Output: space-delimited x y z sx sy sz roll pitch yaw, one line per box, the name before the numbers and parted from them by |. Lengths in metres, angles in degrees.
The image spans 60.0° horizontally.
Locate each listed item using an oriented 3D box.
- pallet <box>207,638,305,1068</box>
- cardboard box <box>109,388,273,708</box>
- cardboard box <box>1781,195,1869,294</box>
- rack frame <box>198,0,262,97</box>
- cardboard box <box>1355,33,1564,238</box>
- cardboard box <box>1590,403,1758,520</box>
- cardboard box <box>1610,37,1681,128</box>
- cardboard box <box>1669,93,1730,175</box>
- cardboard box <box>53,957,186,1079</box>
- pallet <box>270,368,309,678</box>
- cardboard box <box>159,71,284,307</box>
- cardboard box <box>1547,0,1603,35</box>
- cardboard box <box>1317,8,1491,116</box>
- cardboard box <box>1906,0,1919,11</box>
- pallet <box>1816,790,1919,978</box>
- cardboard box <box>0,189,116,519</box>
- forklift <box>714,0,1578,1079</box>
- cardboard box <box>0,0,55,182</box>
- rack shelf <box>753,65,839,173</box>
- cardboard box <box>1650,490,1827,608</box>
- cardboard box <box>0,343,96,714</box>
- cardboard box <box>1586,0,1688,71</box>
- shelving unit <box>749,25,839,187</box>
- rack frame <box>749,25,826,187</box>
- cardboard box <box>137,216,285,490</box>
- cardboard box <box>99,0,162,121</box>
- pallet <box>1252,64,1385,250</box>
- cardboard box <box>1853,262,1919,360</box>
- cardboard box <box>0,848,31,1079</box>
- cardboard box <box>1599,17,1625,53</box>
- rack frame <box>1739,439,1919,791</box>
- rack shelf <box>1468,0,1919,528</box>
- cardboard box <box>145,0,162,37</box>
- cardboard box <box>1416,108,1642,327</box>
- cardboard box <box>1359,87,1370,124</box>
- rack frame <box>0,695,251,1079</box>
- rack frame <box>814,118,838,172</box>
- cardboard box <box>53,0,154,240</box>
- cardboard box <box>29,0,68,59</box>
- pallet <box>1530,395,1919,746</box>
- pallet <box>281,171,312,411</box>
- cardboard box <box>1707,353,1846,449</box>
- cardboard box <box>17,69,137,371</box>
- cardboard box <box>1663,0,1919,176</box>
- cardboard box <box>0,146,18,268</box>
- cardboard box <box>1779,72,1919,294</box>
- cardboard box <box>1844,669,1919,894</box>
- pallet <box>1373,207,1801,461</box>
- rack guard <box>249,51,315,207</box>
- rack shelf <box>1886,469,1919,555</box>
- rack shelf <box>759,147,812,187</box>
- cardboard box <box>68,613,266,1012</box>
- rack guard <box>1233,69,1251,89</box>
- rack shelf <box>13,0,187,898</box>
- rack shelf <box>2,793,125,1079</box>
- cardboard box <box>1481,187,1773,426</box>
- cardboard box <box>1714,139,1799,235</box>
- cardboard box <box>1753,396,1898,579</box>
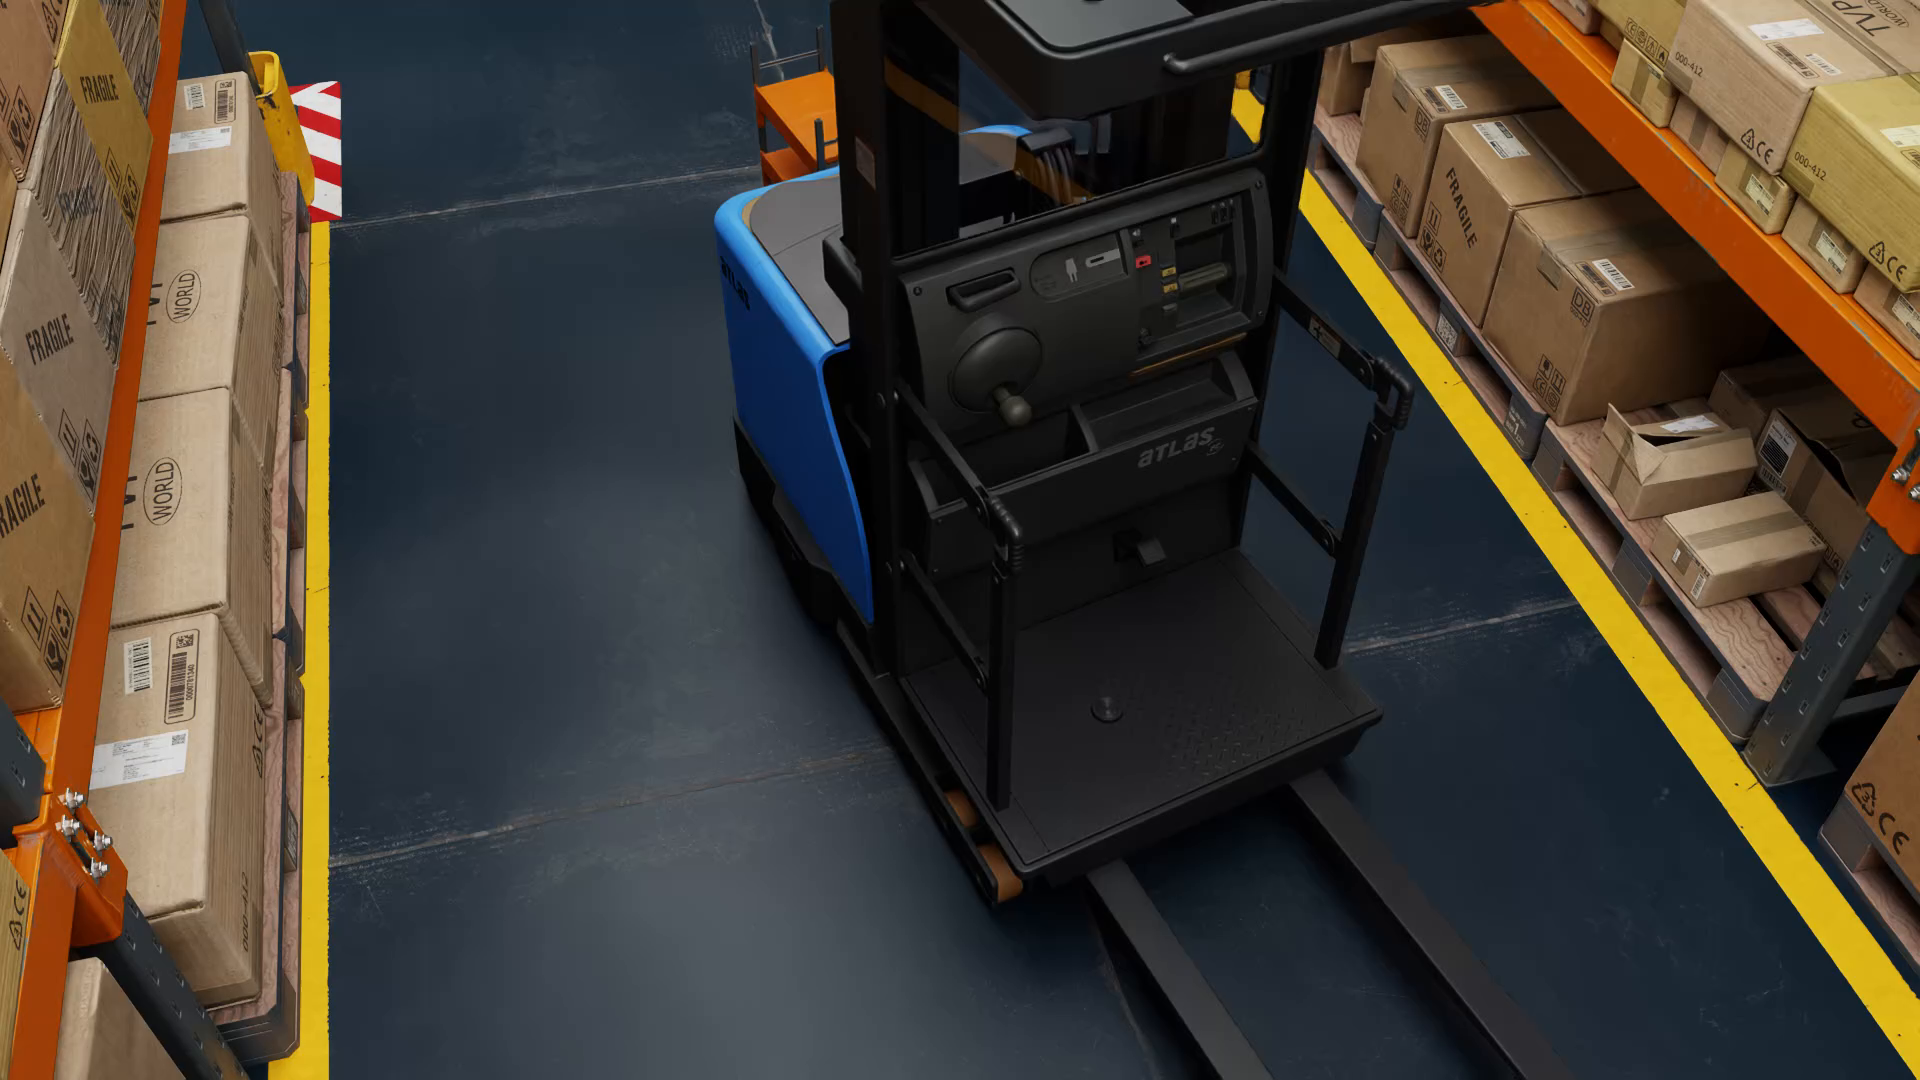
pallet | -2.234 0.851 4.268 1.003 0.211 1.213 -11 47 -10
cardboard box | -2.402 0.093 4.558 0.875 0.438 0.875 -12 47 -11
cardboard box | 2.269 -0.757 4.068 0.380 0.149 0.250 -10 46 -9
rack frame | -3.139 -2.347 5.450 1.000 3.000 0.127 -11 47 -10
cardboard box | 1.904 -1.492 6.068 0.700 0.500 0.500 -9 46 -9
cardboard box | 2.164 -0.263 5.028 0.396 0.266 0.258 -9 46 -9
cardboard box | 2.045 -1.290 4.590 0.380 0.149 0.250 -11 47 -11
cardboard box | 2.138 -1.118 4.422 0.380 0.149 0.250 -10 46 -9
cardboard box | -1.879 1.425 2.947 0.875 0.875 0.875 -9 46 -9
pallet | -2.550 0.007 5.095 1.003 0.211 1.213 -11 47 -10
cardboard box | -2.874 -1.160 5.786 0.875 0.438 0.875 -12 47 -12
cardboard box | 1.979 -1.650 4.943 0.380 0.149 0.250 -11 47 -10
cardboard box | 1.723 -2.091 6.653 0.797 0.503 0.637 -12 47 -12
cardboard box | 2.681 -1.283 4.304 0.500 0.250 0.500 -11 47 -11
pallet | 2.927 1.035 4.088 1.003 0.211 1.213 -11 47 -10
cardboard box | -2.107 -0.340 3.413 0.500 0.500 0.500 -10 47 -10
forklift | 0.410 -0.456 3.645 1.130 2.935 3.031 -20 49 -19
cardboard box | -2.246 -1.049 3.408 0.500 0.500 0.500 -10 46 -10
rack shelf | -0.419 -1.245 5.080 0.258 0.148 0.480 -20 49 -19
cardboard box | 2.256 0.024 4.828 0.380 0.149 0.250 -12 47 -12
cardboard box | -1.982 0.008 3.072 0.500 0.500 0.500 -9 46 -9
cardboard box | 2.058 -1.544 4.560 0.500 0.250 0.500 -11 47 -11
shelving unit | -0.419 -0.970 5.361 0.258 1.200 0.503 -20 49 -19
rack frame | -0.530 -1.125 5.513 0.240 1.200 0.015 -20 49 -19
cardboard box | -2.631 -0.530 5.169 0.875 0.438 0.875 -10 46 -9
cardboard box | -2.505 -1.395 4.447 0.500 0.500 0.500 -9 46 -9
pallet | 1.883 -1.678 6.747 1.003 0.211 1.213 -11 47 -10
cardboard box | 2.356 -0.582 3.896 0.380 0.149 0.250 -10 46 -10
cardboard box | -1.757 0.731 2.539 0.500 0.250 0.500 -12 47 -11
cardboard box | 2.087 -1.488 4.784 0.380 0.149 0.250 -10 46 -10
rack frame | 2.682 -0.496 3.635 1.000 3.000 0.127 -11 47 -10
rack shelf | 2.170 -1.625 5.246 1.077 0.370 4.000 -11 47 -10
cardboard box | -2.646 -1.748 4.793 0.500 0.500 0.500 -12 47 -11
cardboard box | 1.943 -1.109 5.693 0.500 0.500 0.500 -10 46 -10
cardboard box | 1.794 -1.666 6.485 0.380 0.149 0.250 -12 47 -12
rack frame | -2.112 0.414 2.744 0.949 2.616 0.053 -11 47 -10
rack frame | -0.307 -0.815 5.209 0.240 1.200 0.015 -20 49 -19
cardboard box | -2.360 -1.041 4.100 0.500 0.500 0.500 -9 46 -9
cardboard box | -2.373 -1.398 3.749 0.500 0.500 0.500 -11 47 -11
pallet | 2.507 0.006 5.096 1.003 0.211 1.213 -11 47 -10
pallet | -2.859 -0.833 5.919 1.003 0.211 1.213 -11 47 -10
cardboard box | 2.630 -0.443 5.286 0.380 0.149 0.250 -11 47 -11
cardboard box | -2.228 -0.685 3.751 0.500 0.500 0.500 -10 47 -10
cardboard box | 2.173 -1.197 4.220 0.500 0.250 0.500 -11 47 -10
cardboard box | -2.126 -0.693 3.059 0.500 0.500 0.500 -11 47 -11
cardboard box | 2.316 -0.854 3.884 0.500 0.250 0.500 -10 46 -9
cardboard box | 2.588 0.607 4.011 0.500 0.500 0.500 -9 46 -9
pallet | 2.191 -0.838 5.923 1.003 0.211 1.213 -11 47 -10
rack guard | -3.145 -1.489 6.359 1.175 0.500 0.348 -11 47 -10
rack shelf | 3.194 1.137 2.539 1.077 0.370 4.000 -11 47 -10
rack shelf | -0.419 -1.080 5.249 0.258 0.148 0.480 -20 49 -19
cardboard box | -2.172 0.711 3.953 0.875 0.438 0.875 -11 47 -11
rack guard | 1.678 -2.330 7.183 1.175 0.500 0.348 -11 47 -10
rack shelf | -2.627 -0.714 4.354 1.077 0.370 4.000 -11 47 -10
rack shelf | -1.603 2.047 1.647 1.077 0.370 4.000 -11 47 -10
cardboard box | 2.170 -0.776 5.366 0.700 0.500 0.500 -12 47 -12
cardboard box | 2.179 -0.932 4.239 0.380 0.149 0.250 -10 46 -9
cardboard box | 2.741 -0.201 4.935 0.500 0.311 0.500 -9 46 -9
